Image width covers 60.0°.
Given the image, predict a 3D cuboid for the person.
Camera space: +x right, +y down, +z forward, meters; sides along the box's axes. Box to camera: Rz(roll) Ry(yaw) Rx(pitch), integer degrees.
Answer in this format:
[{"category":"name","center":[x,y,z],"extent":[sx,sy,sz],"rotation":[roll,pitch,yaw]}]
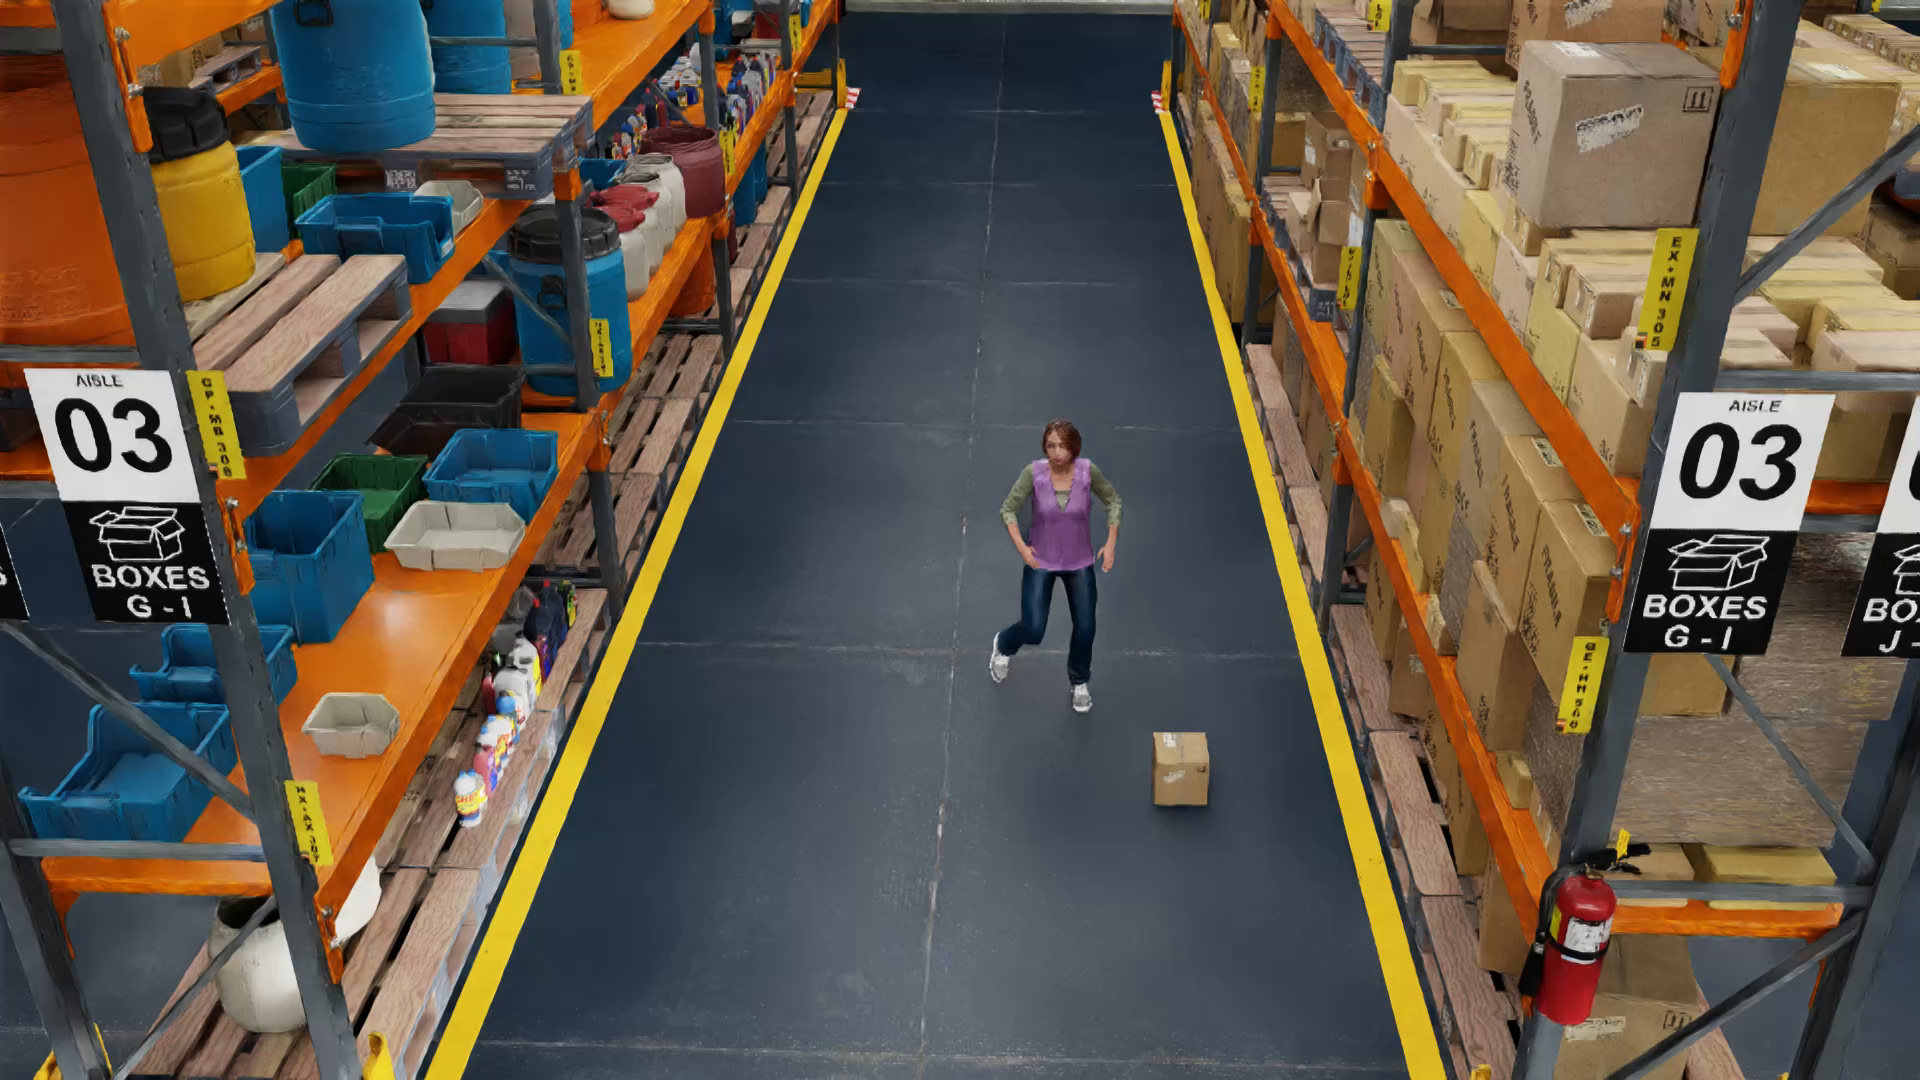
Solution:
[{"category":"person","center":[0.500,0.119,8.447],"extent":[0.665,1.566,0.450],"rotation":[-3,29,-6]}]
